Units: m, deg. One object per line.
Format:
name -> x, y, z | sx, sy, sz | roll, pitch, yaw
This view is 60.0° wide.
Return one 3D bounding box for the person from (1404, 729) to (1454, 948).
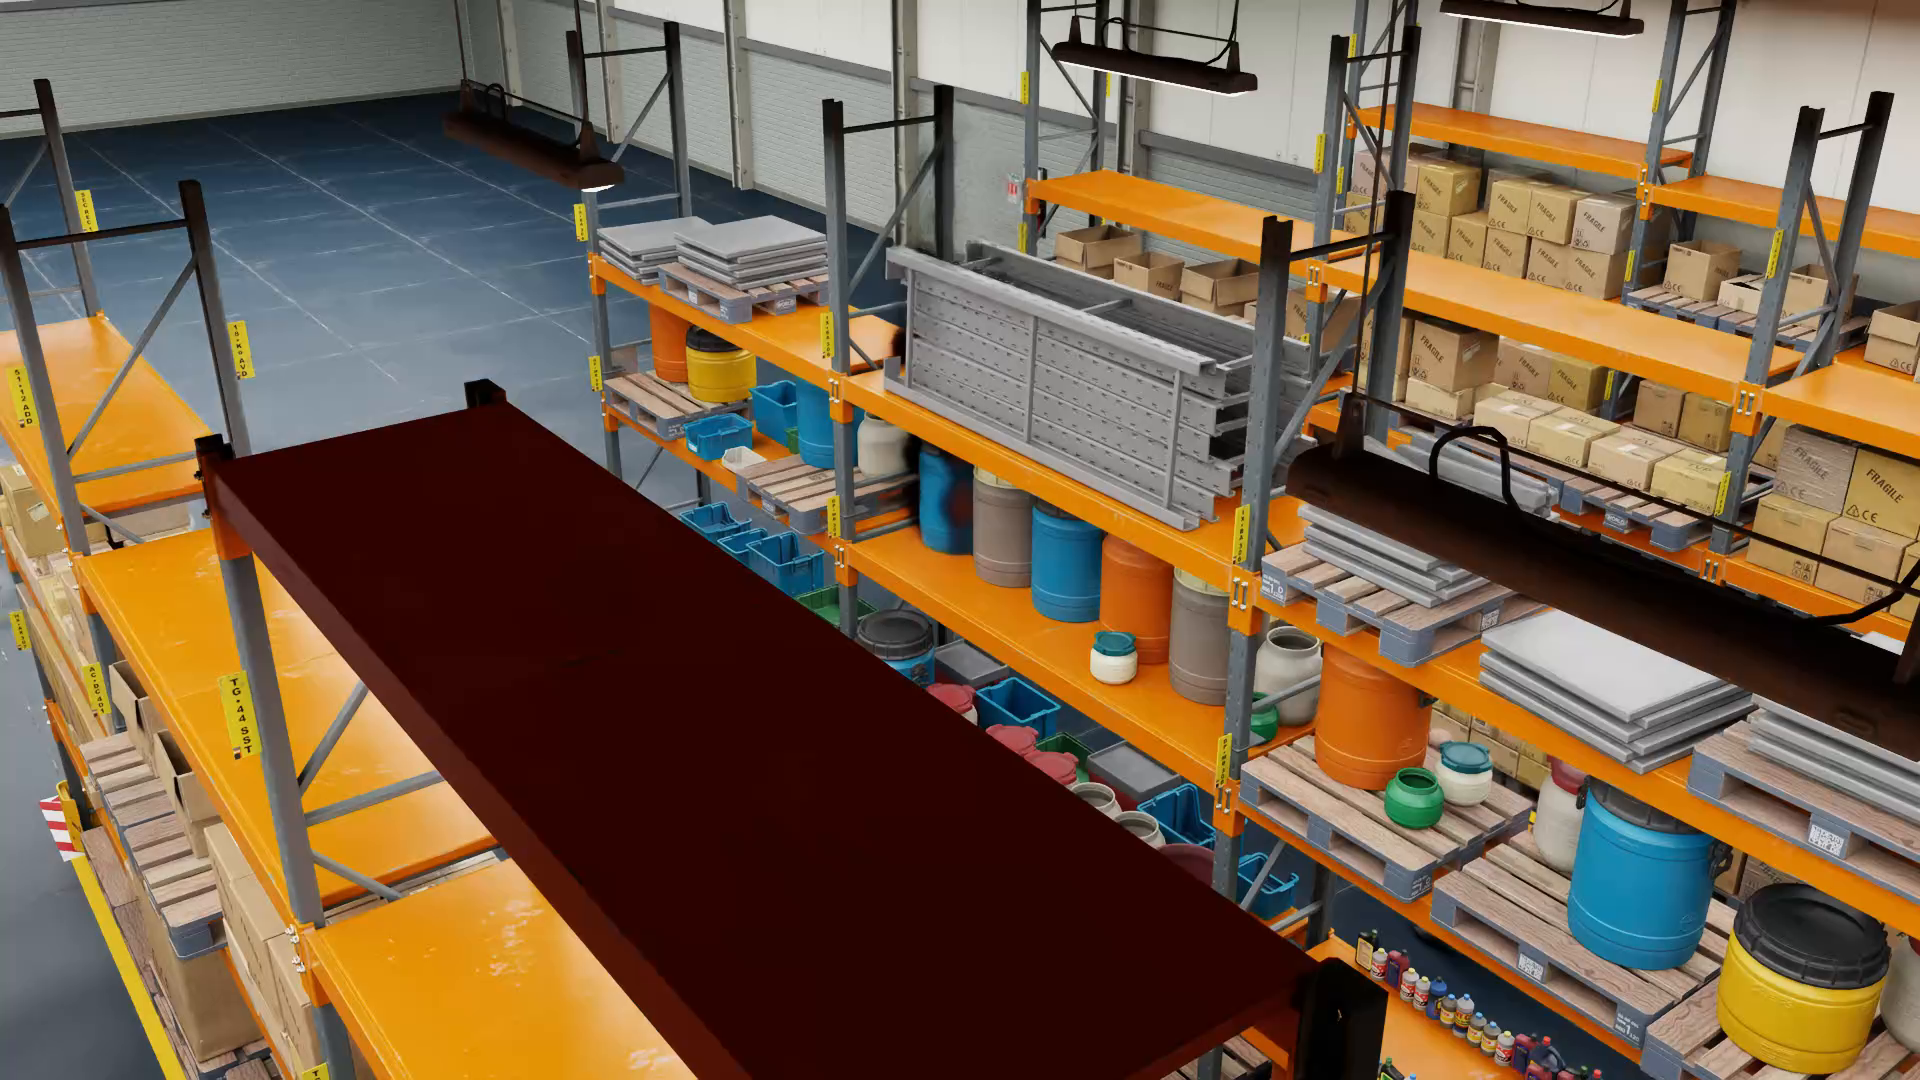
person -> 3.414, 2.155, 12.241 | 0.679, 1.810, 0.773 | -22, 33, -40
